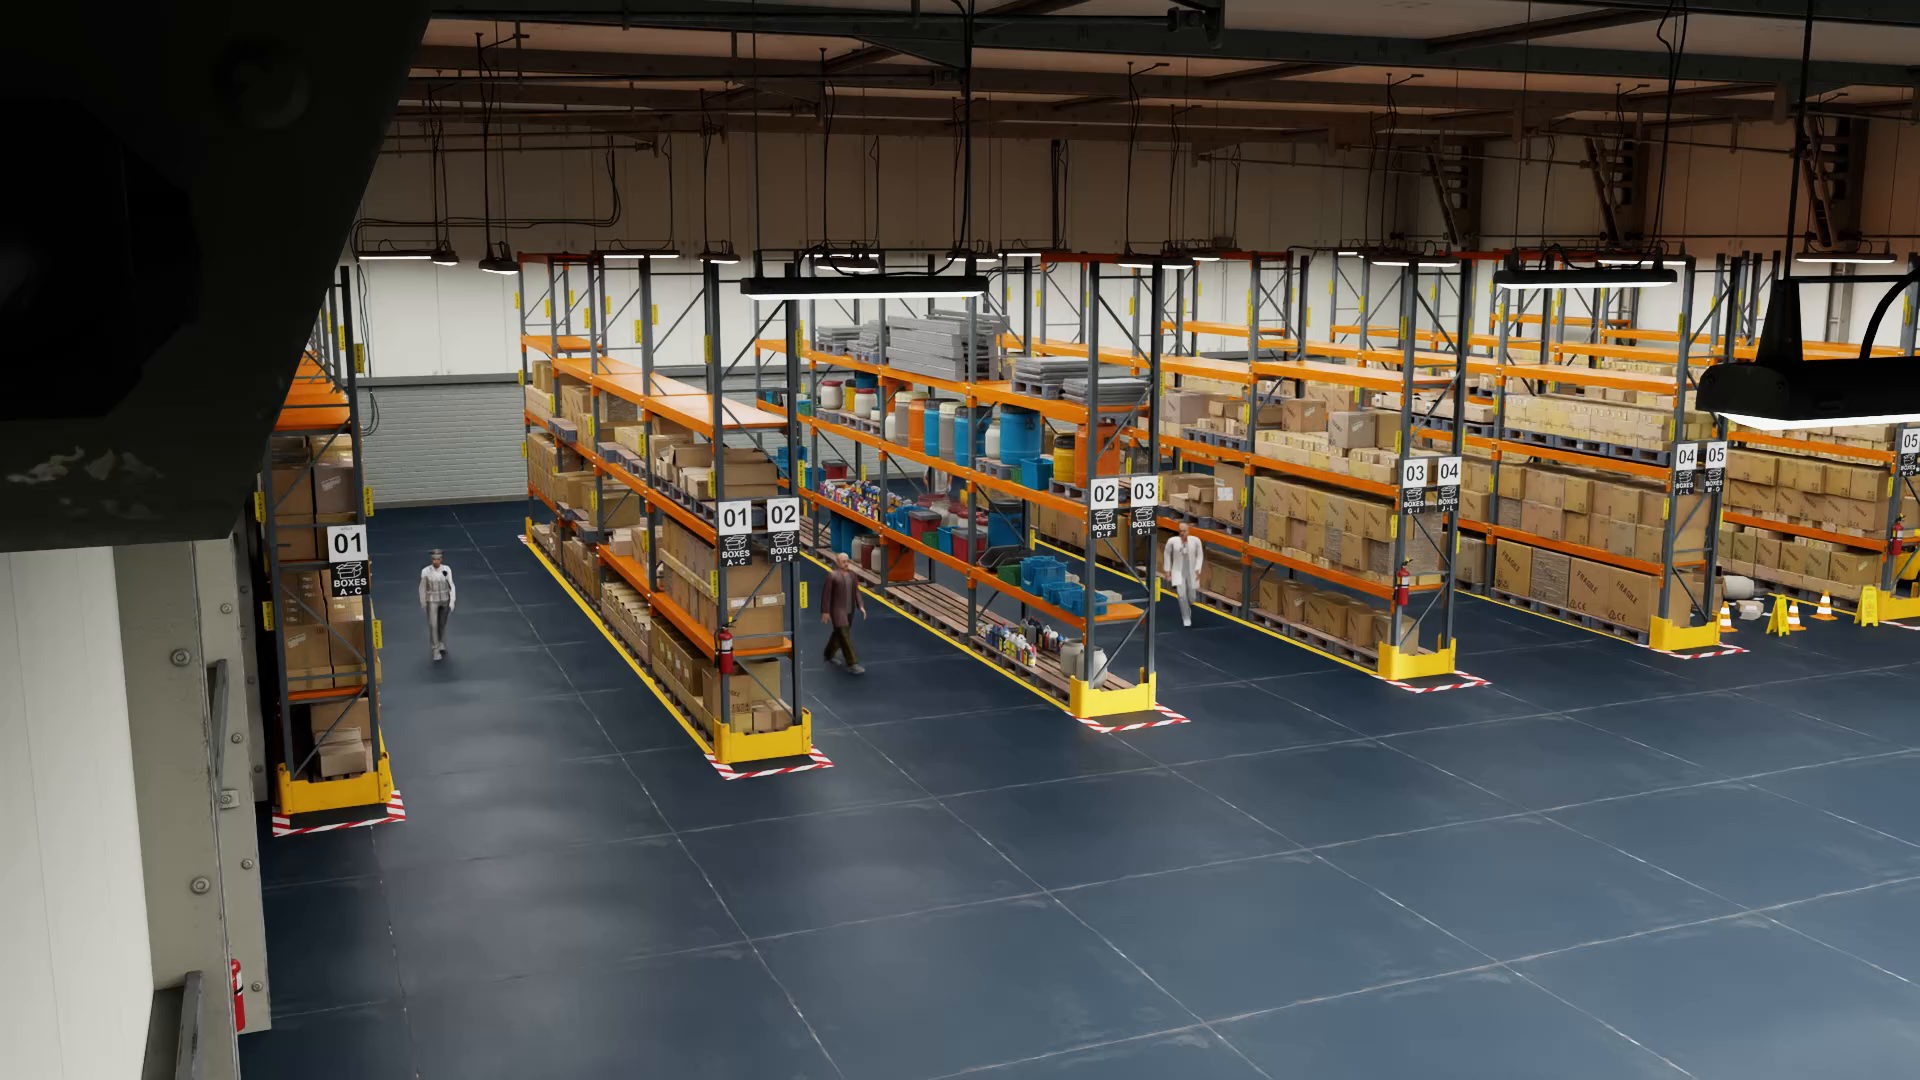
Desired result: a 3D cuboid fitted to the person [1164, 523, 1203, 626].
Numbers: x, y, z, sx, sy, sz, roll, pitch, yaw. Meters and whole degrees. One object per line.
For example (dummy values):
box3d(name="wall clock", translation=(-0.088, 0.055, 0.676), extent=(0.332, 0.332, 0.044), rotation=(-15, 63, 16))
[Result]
box3d(name="person", translation=(3.693, 0.530, 27.491), extent=(0.624, 1.694, 0.840), rotation=(0, 10, -1))

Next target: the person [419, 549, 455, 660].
box3d(name="person", translation=(-7.901, 0.942, 25.240), extent=(0.499, 1.625, 0.941), rotation=(-7, 12, -33))

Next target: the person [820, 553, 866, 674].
box3d(name="person", translation=(-1.658, 1.049, 24.359), extent=(1.090, 1.729, 0.600), rotation=(8, 13, 38))

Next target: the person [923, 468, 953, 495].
box3d(name="person", translation=(-0.470, -1.064, 36.221), extent=(0.690, 1.678, 0.670), rotation=(-3, 11, -14))
